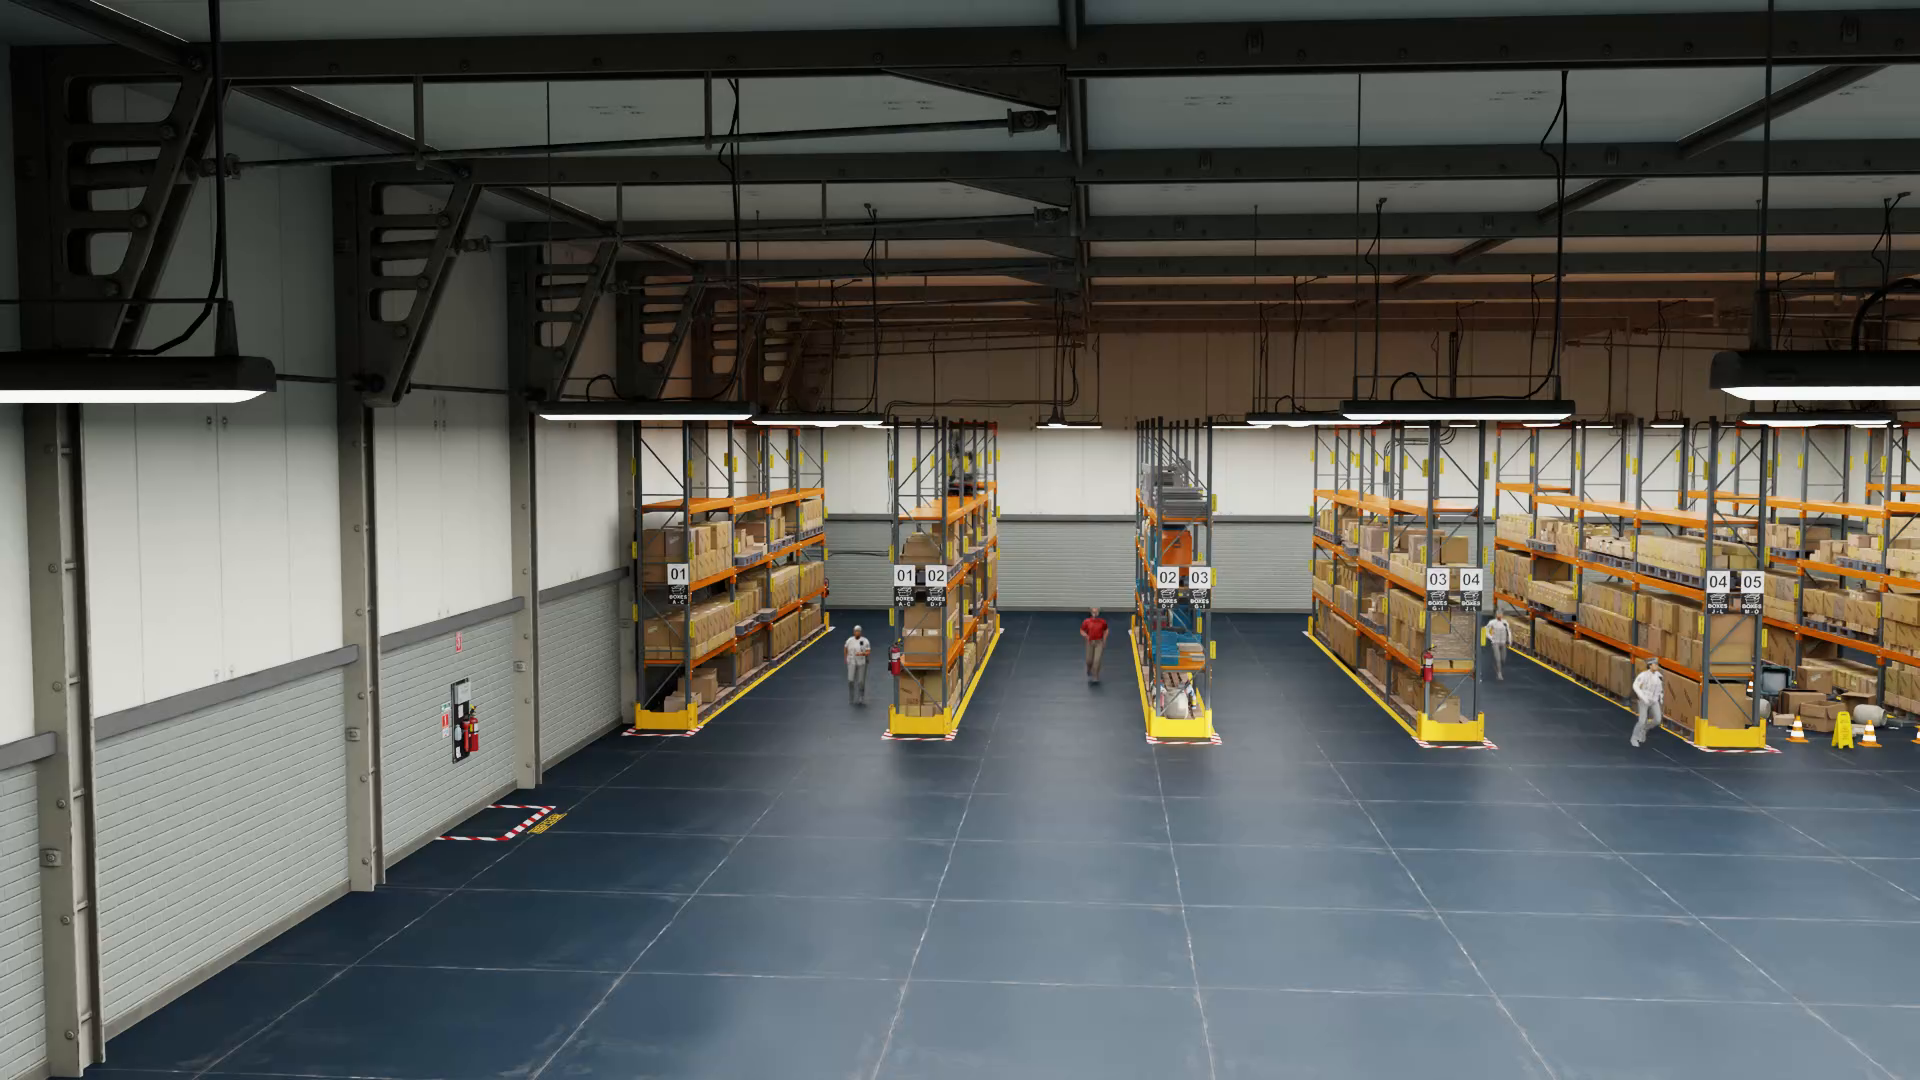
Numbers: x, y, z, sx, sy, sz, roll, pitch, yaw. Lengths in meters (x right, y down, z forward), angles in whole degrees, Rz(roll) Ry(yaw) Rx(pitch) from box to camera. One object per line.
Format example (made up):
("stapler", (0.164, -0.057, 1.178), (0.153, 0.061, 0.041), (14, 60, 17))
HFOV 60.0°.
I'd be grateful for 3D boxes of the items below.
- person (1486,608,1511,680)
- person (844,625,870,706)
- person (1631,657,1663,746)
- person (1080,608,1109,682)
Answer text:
("person", (12.475, 2.389, 38.568), (0.618, 1.668, 0.630), (0, 4, 1))
("person", (-2.161, 2.625, 34.816), (0.581, 1.674, 0.679), (0, 4, 2))
("person", (12.574, 2.939, 30.255), (0.674, 1.647, 0.522), (-1, 4, -10))
("person", (3.091, 2.389, 38.158), (0.659, 1.684, 0.663), (0, 4, 2))
